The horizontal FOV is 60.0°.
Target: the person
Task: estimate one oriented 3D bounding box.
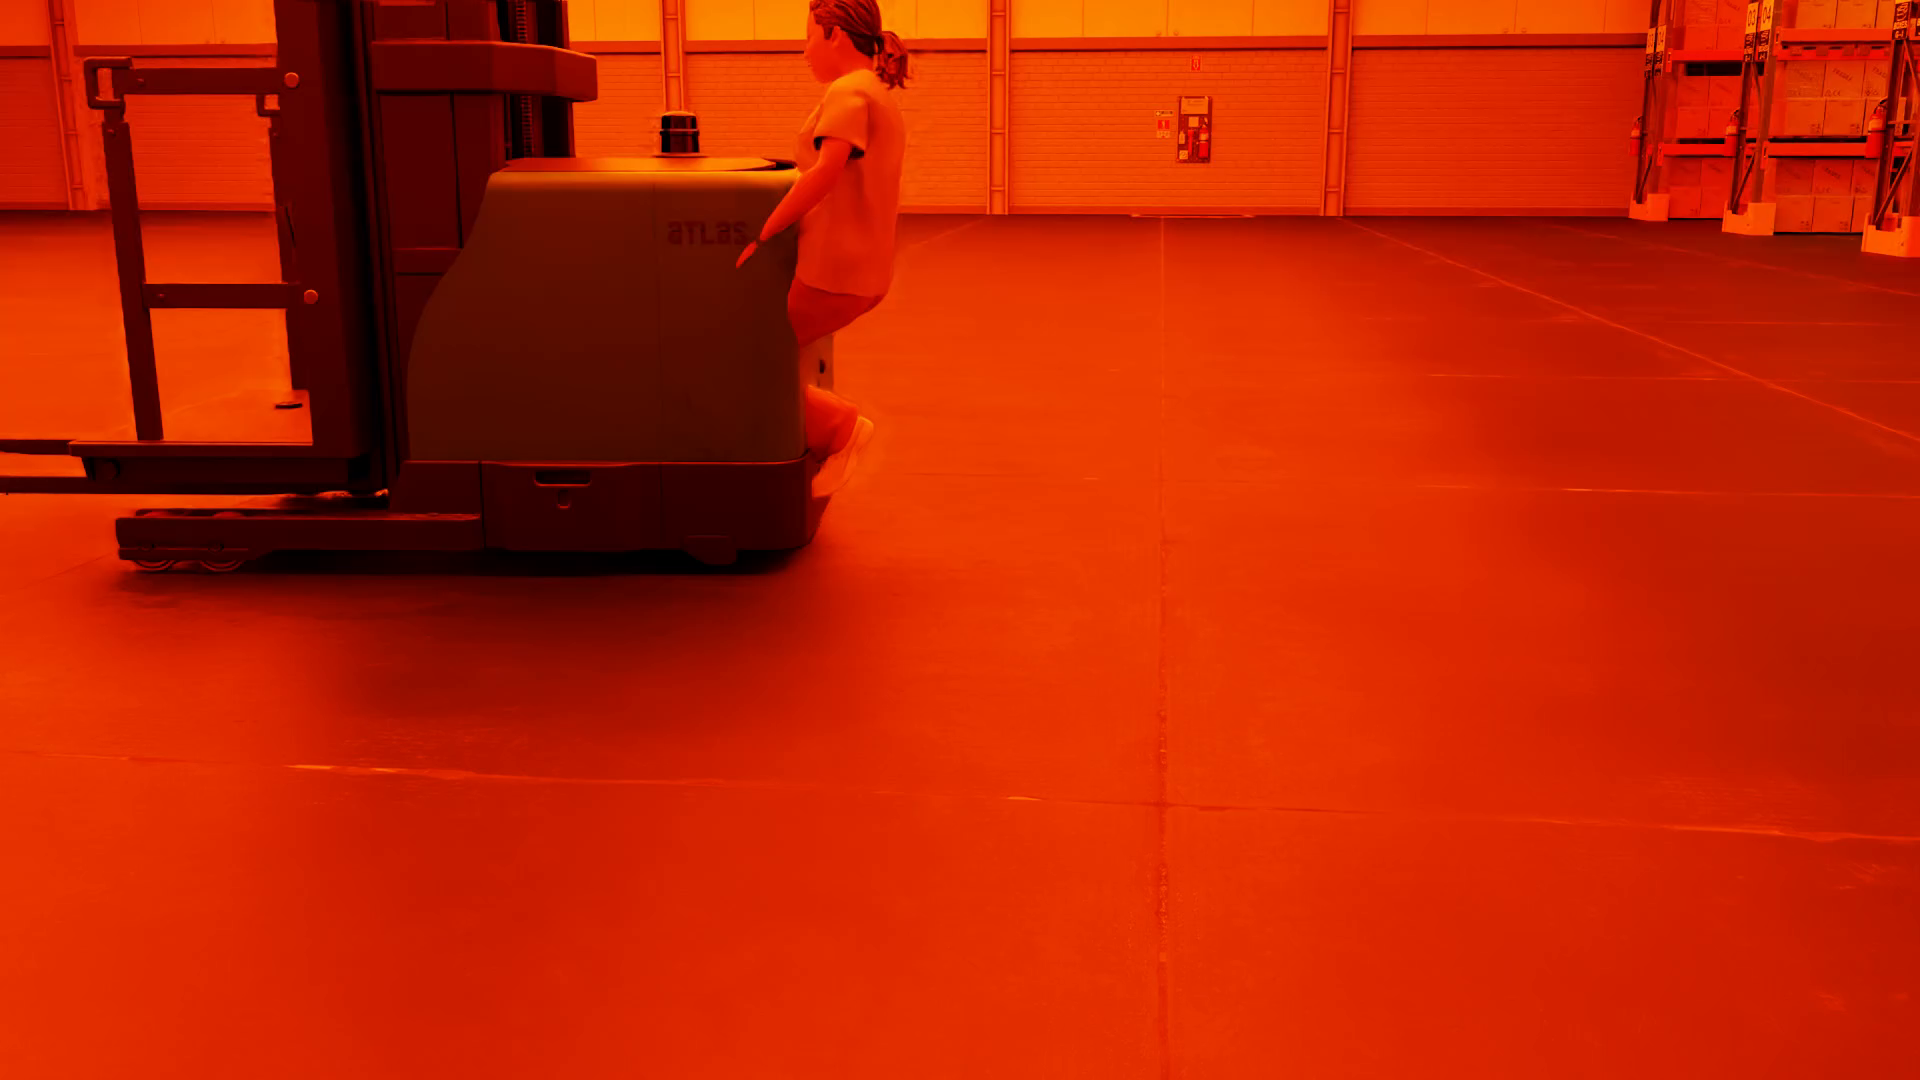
[{"bbox_3d":[-0.436,-0.826,4.672,0.640,1.400,0.742,3,14,13],"label":"person"}]

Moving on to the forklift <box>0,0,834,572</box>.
[{"bbox_3d":[-1.922,-1.459,4.747,3.031,2.935,1.130,0,13,2],"label":"forklift"}]
